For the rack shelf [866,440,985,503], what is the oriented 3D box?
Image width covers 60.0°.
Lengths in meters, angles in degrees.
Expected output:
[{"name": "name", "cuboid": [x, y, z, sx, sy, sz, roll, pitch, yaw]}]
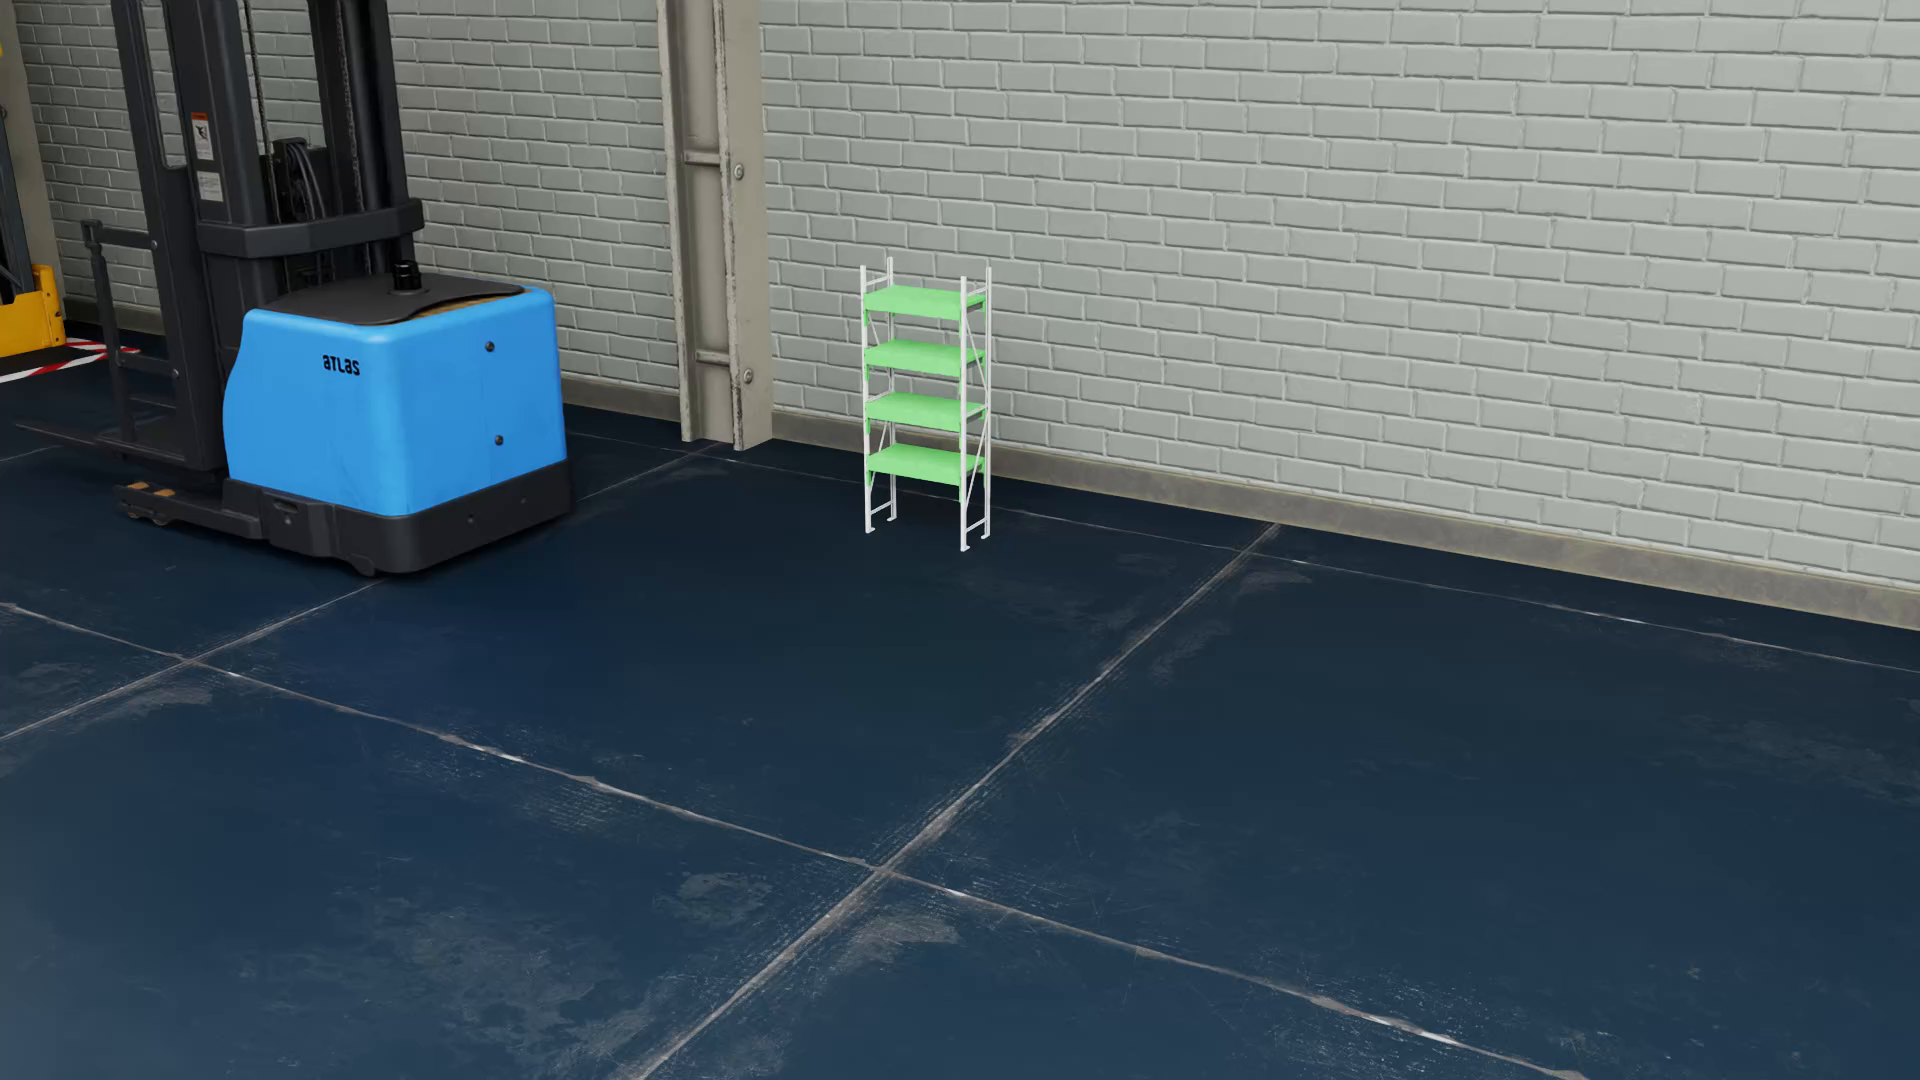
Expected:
[{"name": "rack shelf", "cuboid": [-0.145, -0.306, 7.340, 0.480, 0.148, 0.258, 11, 23, 27]}]

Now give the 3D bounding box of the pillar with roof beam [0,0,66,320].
[{"name": "pillar with roof beam", "cuboid": [-8.569, -4.488, 6.540, 0.400, 9.000, 9.100, 11, 23, 27]}]

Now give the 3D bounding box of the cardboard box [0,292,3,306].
[{"name": "cardboard box", "cuboid": [-6.635, -1.610, 10.820, 0.500, 0.250, 0.500, 11, 23, 28]}]

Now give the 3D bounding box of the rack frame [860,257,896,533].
[{"name": "rack frame", "cuboid": [-0.358, -0.632, 7.348, 0.015, 1.200, 0.240, 11, 23, 27]}]

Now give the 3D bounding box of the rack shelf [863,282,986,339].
[{"name": "rack shelf", "cuboid": [-0.145, -0.983, 7.094, 0.480, 0.148, 0.258, 11, 23, 27]}]

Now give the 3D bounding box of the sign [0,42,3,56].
[{"name": "sign", "cuboid": [-6.025, -3.173, 10.329, 0.005, 0.325, 0.100, 11, 23, 27]}]

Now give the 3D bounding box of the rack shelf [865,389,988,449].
[{"name": "rack shelf", "cuboid": [-0.145, -0.531, 7.258, 0.480, 0.148, 0.258, 11, 23, 27]}]

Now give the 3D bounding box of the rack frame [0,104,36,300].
[{"name": "rack frame", "cuboid": [-6.301, -2.565, 10.037, 0.127, 3.000, 1.000, 11, 23, 27]}]

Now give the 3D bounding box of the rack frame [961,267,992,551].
[{"name": "rack frame", "cuboid": [0.068, -0.551, 7.124, 0.015, 1.200, 0.240, 11, 23, 27]}]

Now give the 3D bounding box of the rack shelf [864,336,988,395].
[{"name": "rack shelf", "cuboid": [-0.145, -0.757, 7.176, 0.480, 0.148, 0.258, 11, 23, 27]}]

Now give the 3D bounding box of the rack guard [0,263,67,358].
[{"name": "rack guard", "cuboid": [-6.280, -1.386, 10.452, 0.348, 0.500, 1.175, 11, 23, 27]}]

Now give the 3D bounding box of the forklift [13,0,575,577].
[{"name": "forklift", "cuboid": [-3.277, -1.582, 7.427, 3.031, 2.935, 1.130, 12, 23, 29]}]

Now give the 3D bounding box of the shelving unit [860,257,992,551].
[{"name": "shelving unit", "cuboid": [-0.145, -0.592, 7.236, 0.503, 1.200, 0.258, 11, 23, 27]}]

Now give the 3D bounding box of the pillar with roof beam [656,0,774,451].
[{"name": "pillar with roof beam", "cuboid": [-3.331, -3.490, 3.789, 0.400, 9.000, 9.100, 11, 23, 27]}]
